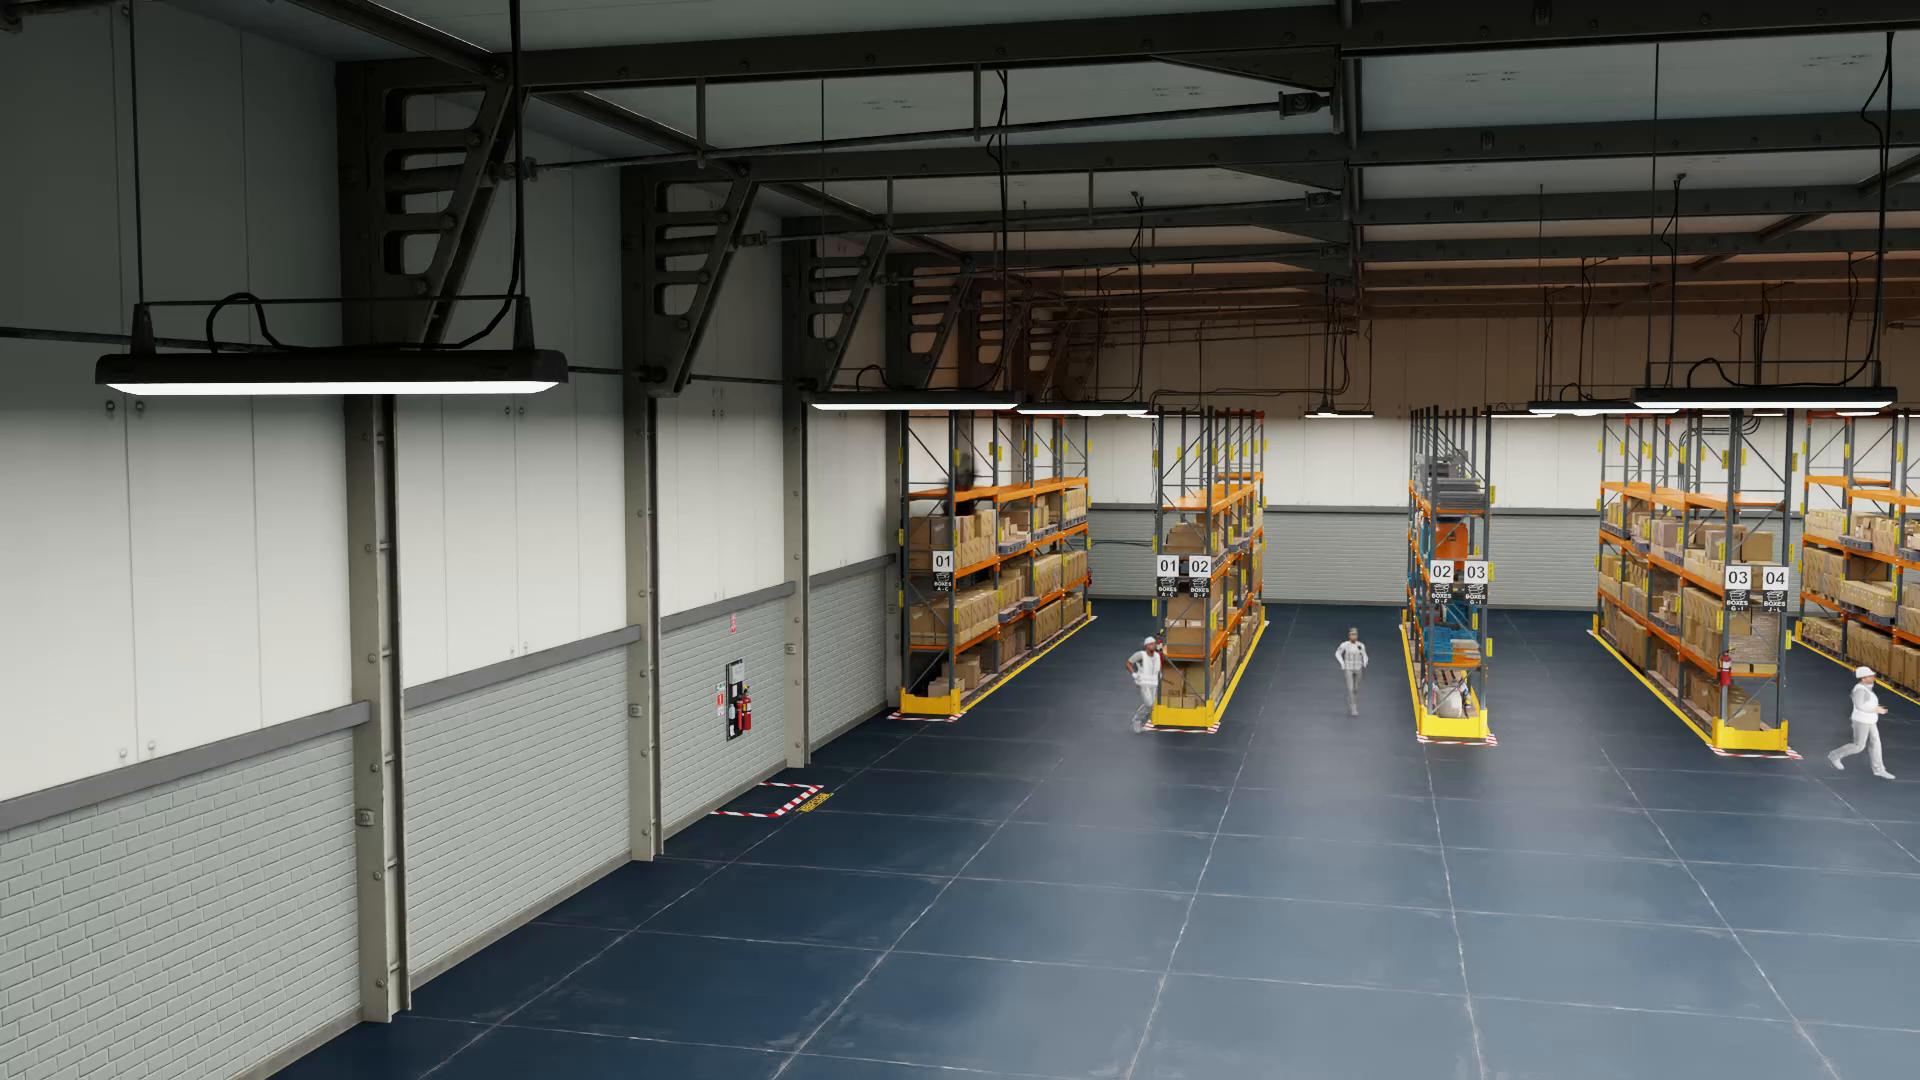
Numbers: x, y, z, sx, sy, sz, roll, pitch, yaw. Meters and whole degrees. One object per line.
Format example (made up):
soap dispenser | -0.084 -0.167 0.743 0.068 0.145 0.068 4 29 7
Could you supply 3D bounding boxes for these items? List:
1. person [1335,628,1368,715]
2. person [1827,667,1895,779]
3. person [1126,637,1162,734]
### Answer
person | 7.702 2.557 32.680 0.618 1.690 0.799 0 4 1
person | 14.477 2.913 26.676 0.965 1.773 0.666 4 5 41
person | 3.428 2.643 30.339 0.705 1.751 0.583 -3 5 -34
